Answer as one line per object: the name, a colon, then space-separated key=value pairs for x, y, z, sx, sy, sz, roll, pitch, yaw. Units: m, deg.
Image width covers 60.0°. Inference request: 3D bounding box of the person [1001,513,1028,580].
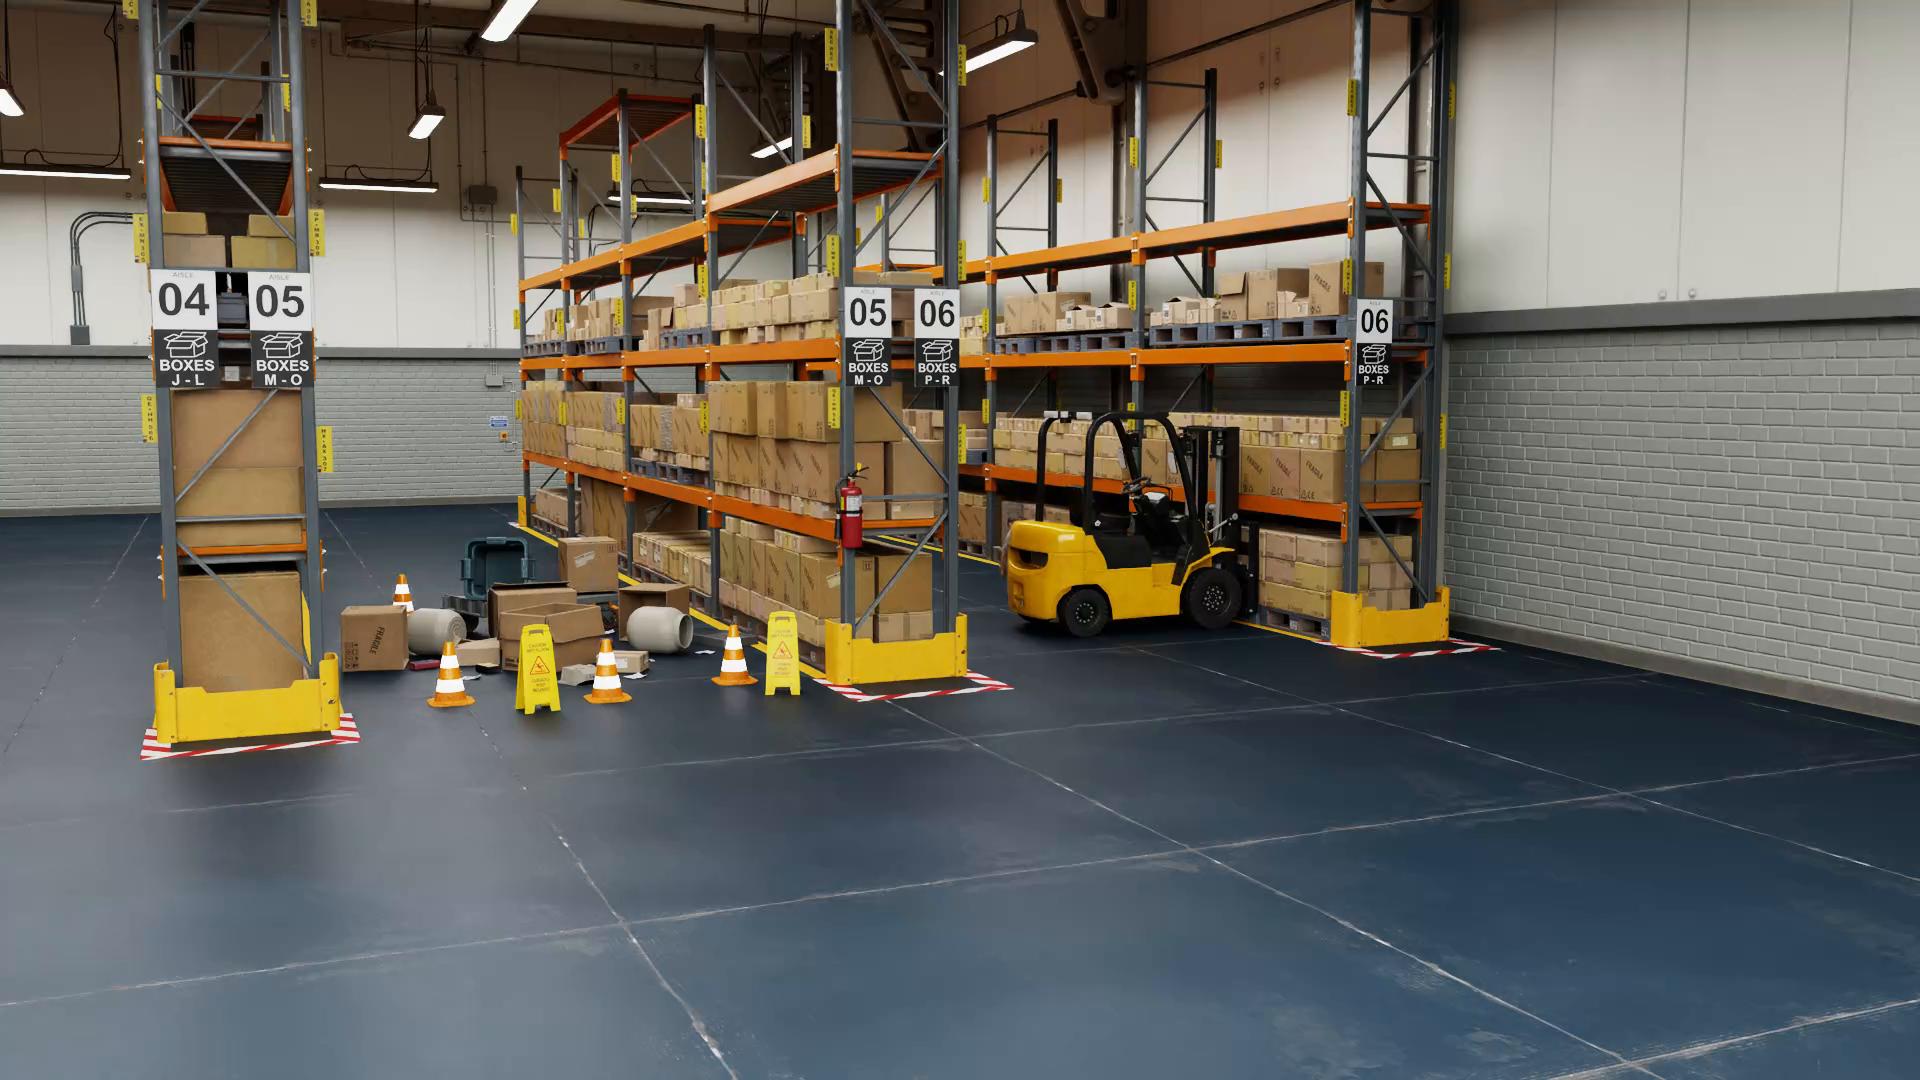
person: x=0.767 y=0.201 z=19.021 sx=0.490 sy=0.889 sz=0.805 roll=-2 pitch=6 yaw=-24
